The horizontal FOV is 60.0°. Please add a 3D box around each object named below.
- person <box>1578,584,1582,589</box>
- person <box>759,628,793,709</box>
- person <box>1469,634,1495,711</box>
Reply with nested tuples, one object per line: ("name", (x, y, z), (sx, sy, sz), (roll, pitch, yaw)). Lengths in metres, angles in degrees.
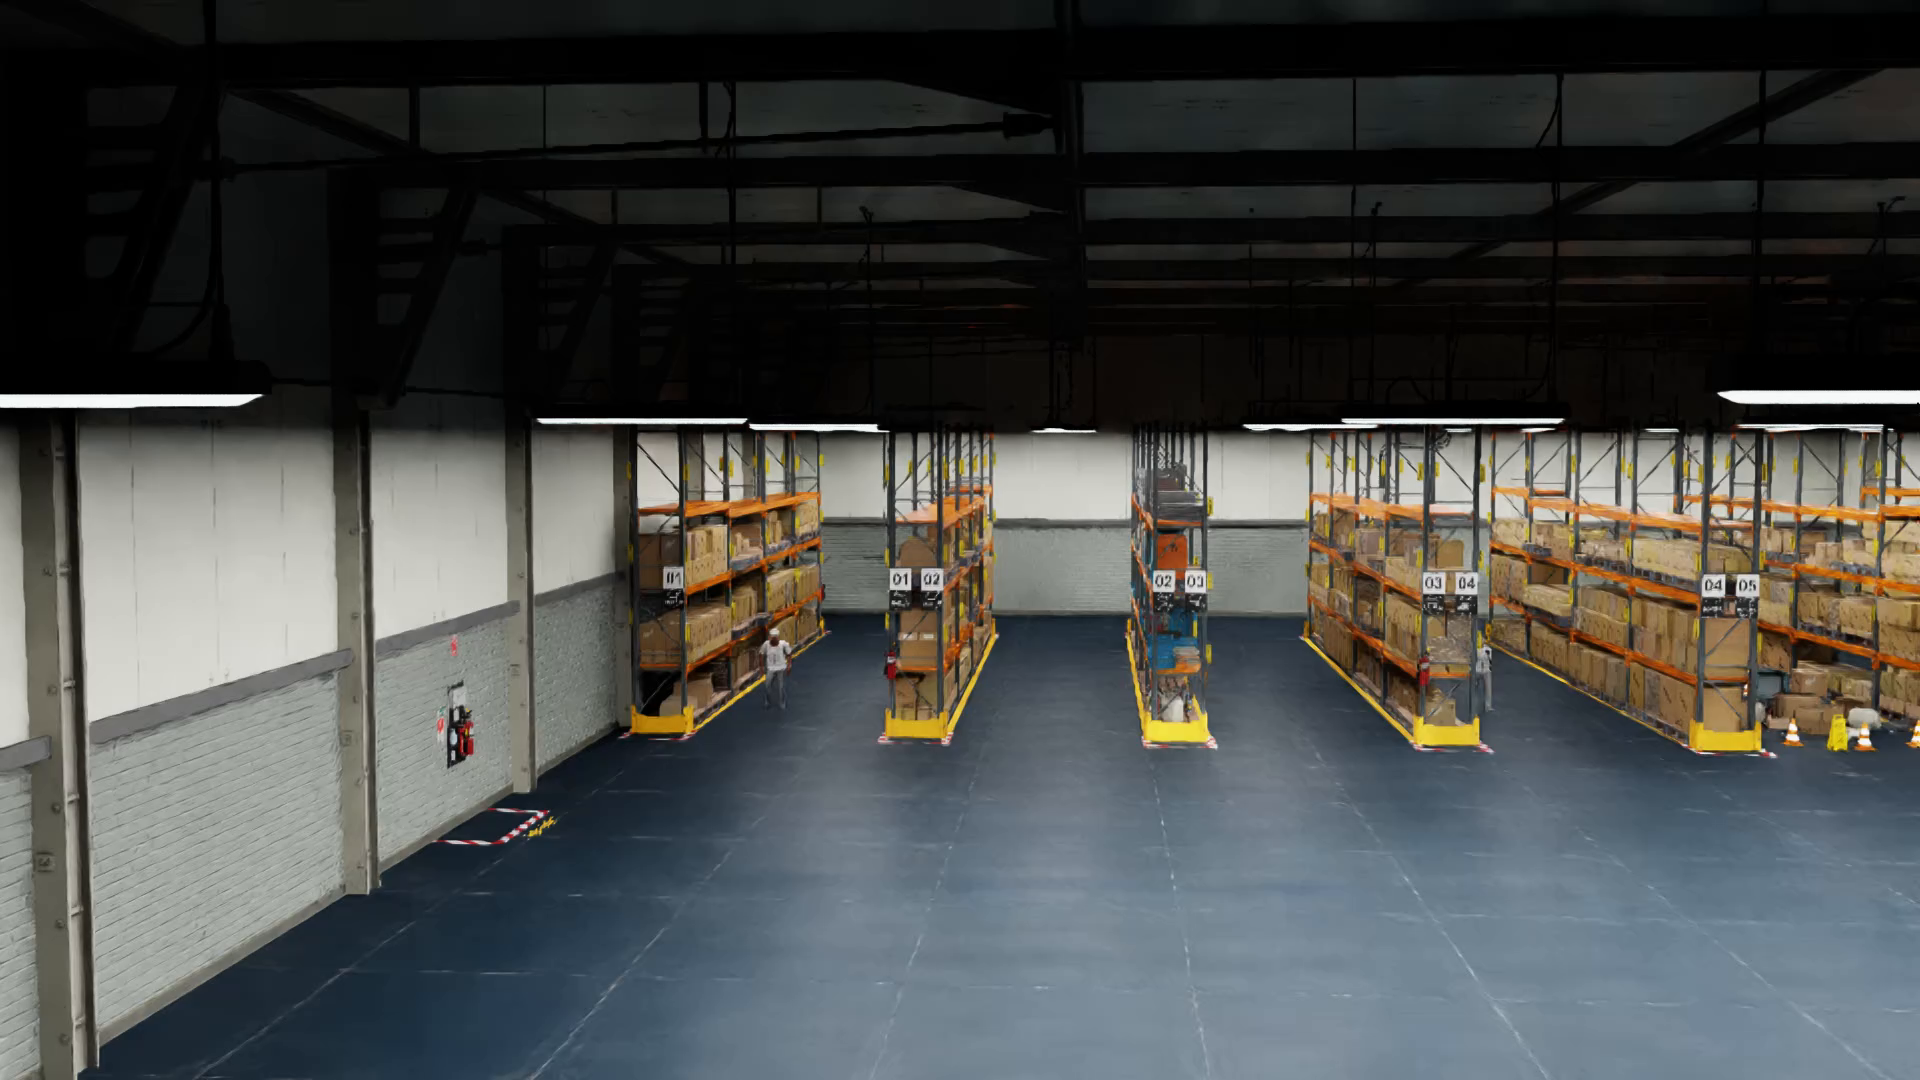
("person", (16.811, 2.028, 45.123), (0.405, 1.662, 0.514), (-1, 4, -21))
("person", (-3.857, 2.680, 34.664), (0.708, 1.714, 0.578), (0, 4, 3))
("person", (10.820, 2.722, 34.568), (0.495, 1.587, 1.086), (0, 4, 7))
